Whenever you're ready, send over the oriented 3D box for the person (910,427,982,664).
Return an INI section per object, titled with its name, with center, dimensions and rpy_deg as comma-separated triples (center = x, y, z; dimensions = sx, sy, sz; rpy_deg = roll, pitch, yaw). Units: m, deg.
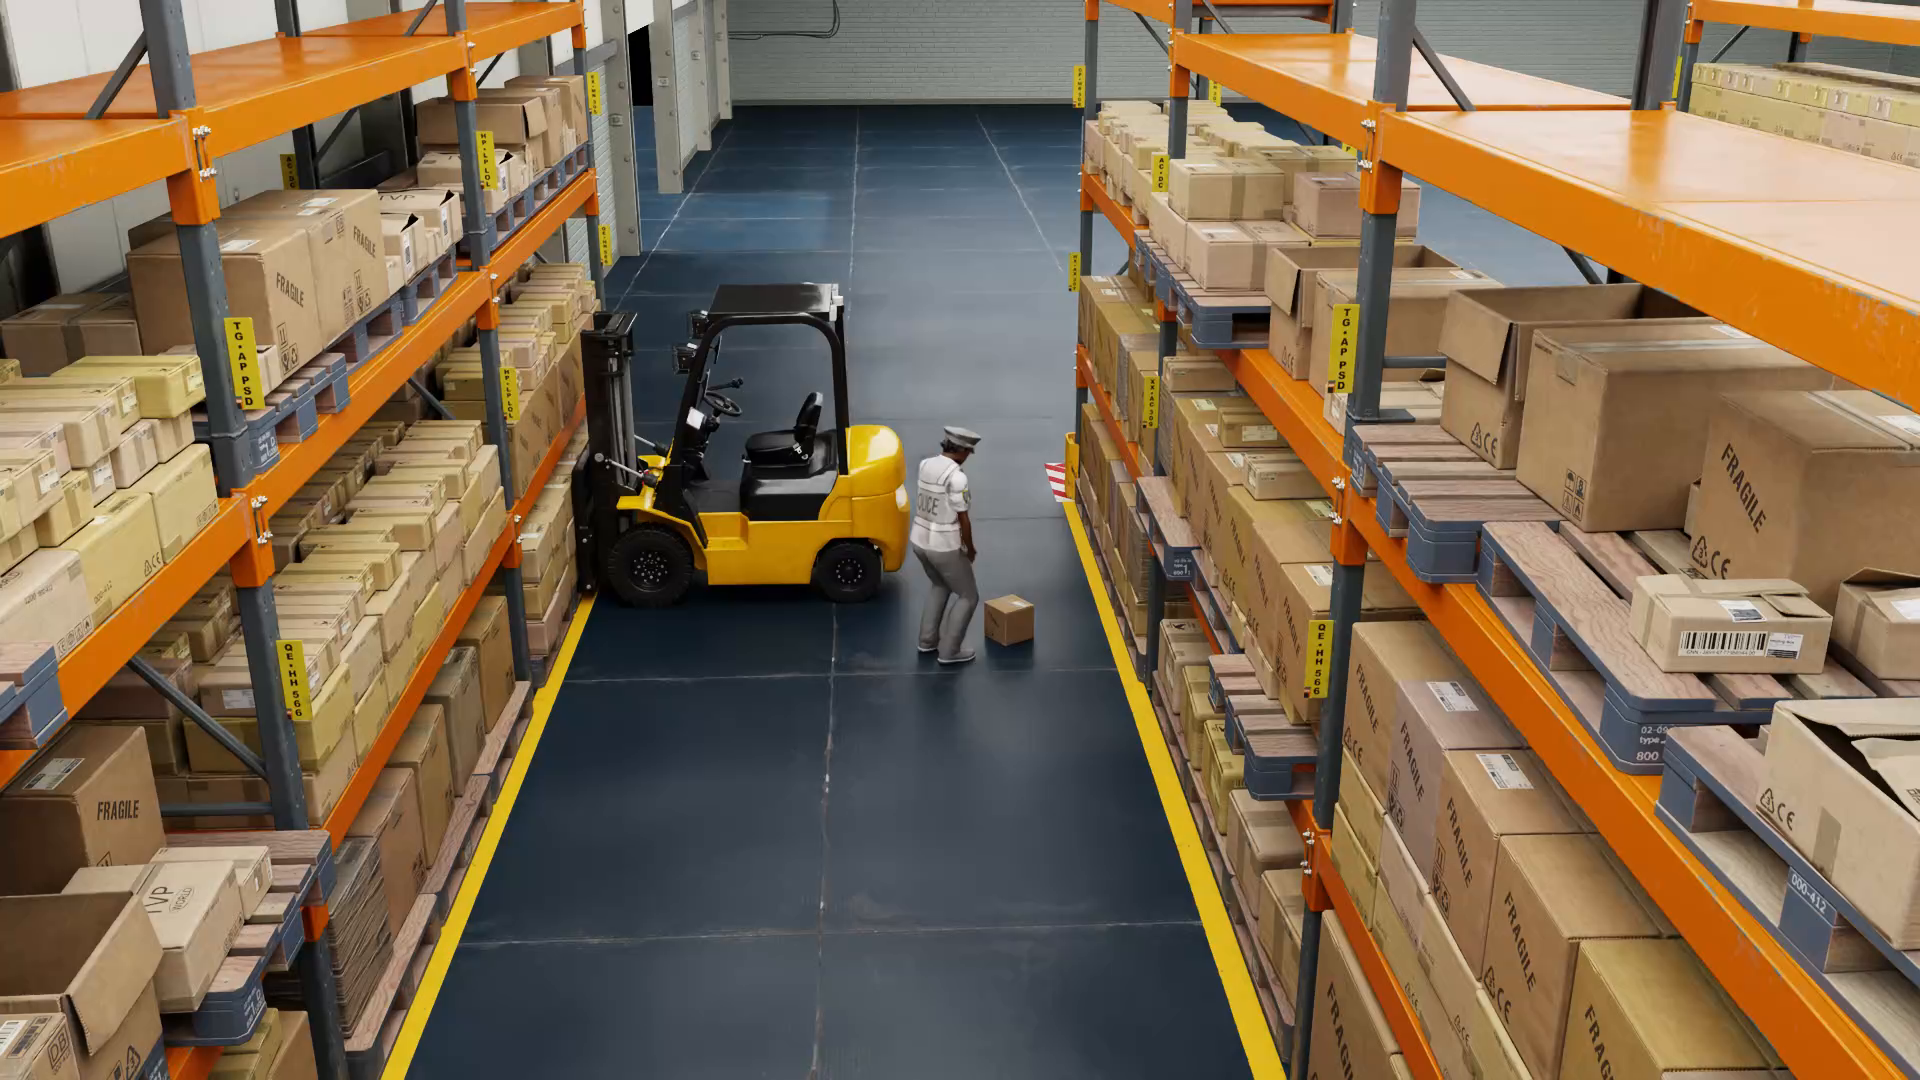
[person]
center = -0.091, 0.026, 11.128
dimensions = 0.500, 1.592, 0.469
rpy_deg = -13, 24, -32
